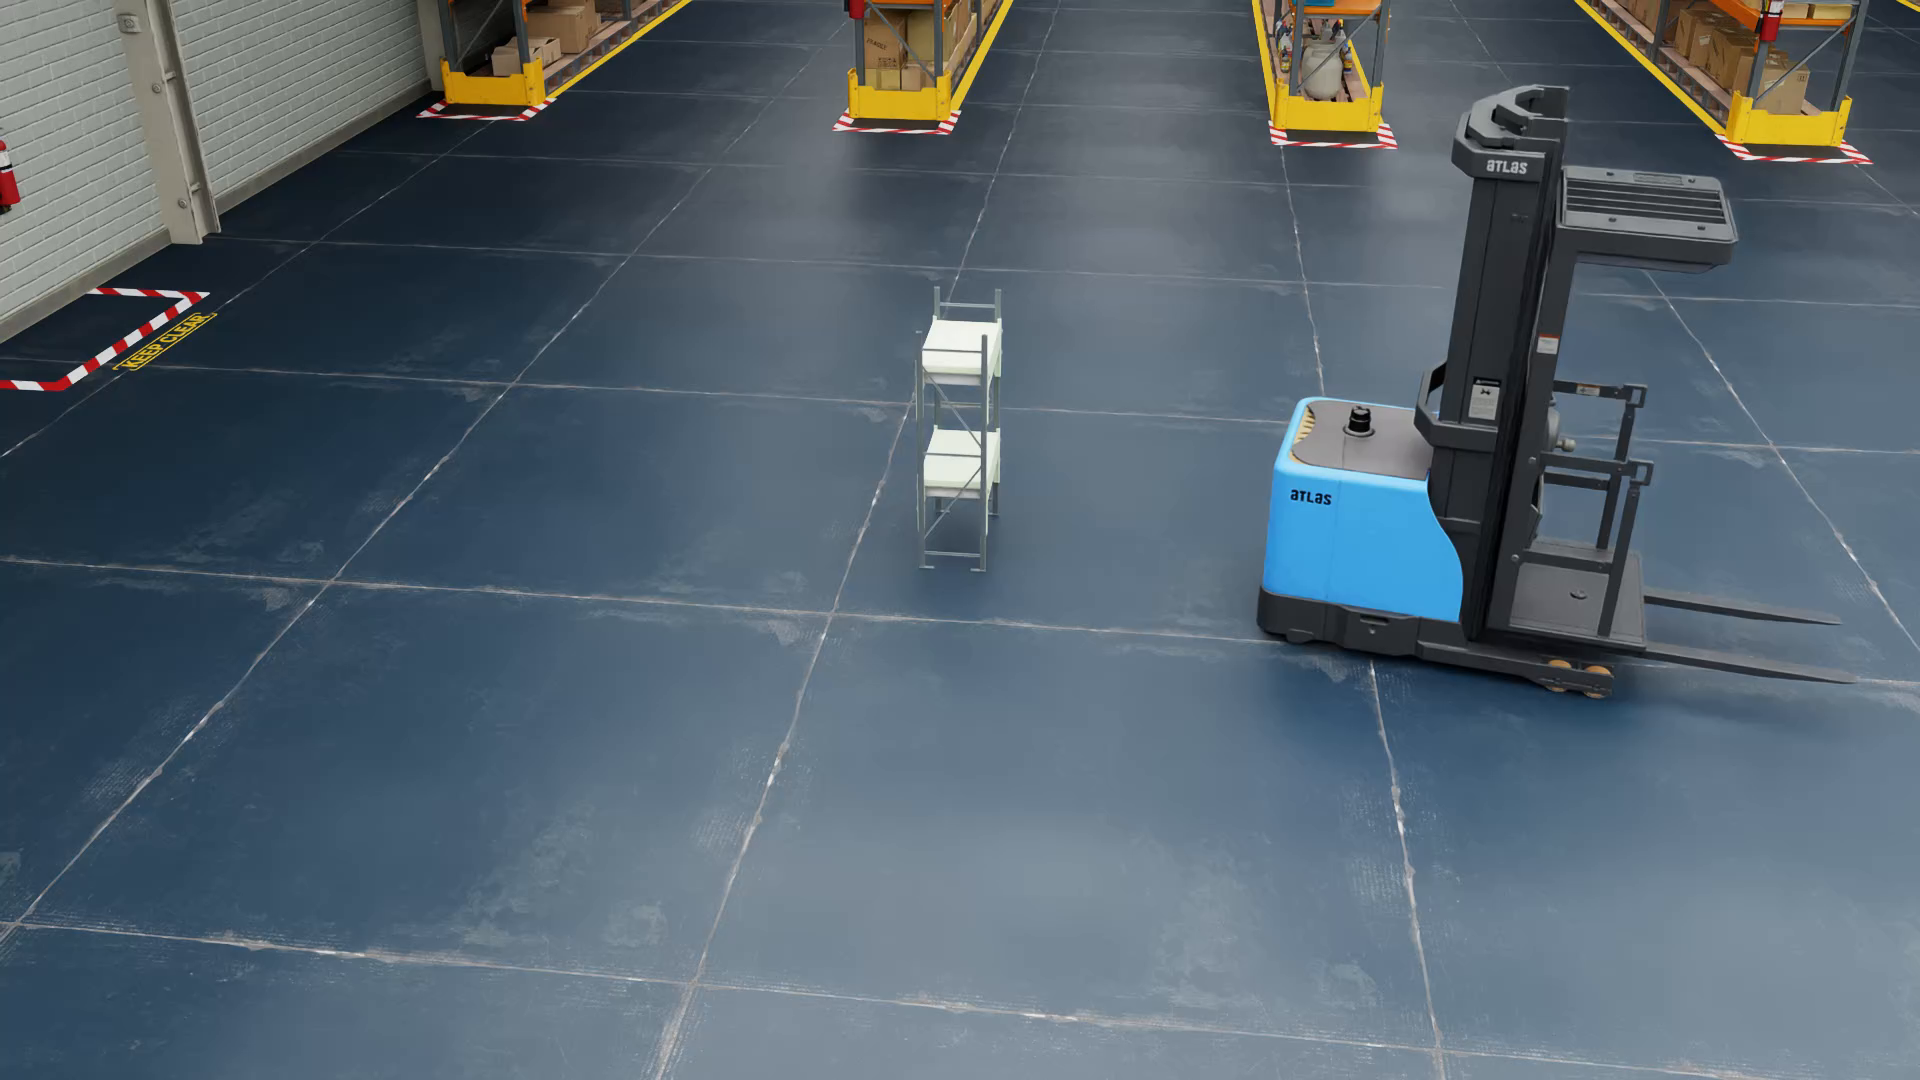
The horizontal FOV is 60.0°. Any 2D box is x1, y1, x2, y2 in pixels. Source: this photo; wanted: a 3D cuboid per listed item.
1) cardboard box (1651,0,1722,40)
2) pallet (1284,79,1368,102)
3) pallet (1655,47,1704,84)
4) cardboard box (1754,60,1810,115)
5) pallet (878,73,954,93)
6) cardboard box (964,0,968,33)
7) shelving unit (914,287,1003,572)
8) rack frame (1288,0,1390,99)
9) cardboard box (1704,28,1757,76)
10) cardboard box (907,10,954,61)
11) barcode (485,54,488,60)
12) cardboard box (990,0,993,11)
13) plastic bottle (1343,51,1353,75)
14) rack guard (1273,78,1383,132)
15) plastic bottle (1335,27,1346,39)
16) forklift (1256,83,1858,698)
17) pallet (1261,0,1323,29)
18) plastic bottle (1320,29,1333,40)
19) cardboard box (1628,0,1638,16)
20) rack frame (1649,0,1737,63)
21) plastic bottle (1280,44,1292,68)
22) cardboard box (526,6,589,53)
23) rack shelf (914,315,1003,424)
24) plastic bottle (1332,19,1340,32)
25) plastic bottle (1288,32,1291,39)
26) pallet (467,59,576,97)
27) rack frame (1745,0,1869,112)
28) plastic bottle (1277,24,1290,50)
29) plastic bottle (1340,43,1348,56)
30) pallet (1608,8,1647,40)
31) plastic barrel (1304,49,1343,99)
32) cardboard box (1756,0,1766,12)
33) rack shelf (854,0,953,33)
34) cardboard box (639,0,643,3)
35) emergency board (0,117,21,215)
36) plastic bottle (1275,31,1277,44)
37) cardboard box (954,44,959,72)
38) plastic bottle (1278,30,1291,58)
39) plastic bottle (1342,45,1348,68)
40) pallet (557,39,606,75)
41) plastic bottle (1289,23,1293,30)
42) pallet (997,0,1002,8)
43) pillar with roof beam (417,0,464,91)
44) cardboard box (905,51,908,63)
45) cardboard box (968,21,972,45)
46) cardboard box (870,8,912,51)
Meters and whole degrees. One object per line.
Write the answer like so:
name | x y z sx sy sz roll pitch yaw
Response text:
cardboard box | 9.719 -6.989 22.231 0.700 0.500 0.500 1 28 2
pallet | 4.284 -5.206 19.690 1.003 0.211 1.213 3 28 6
pallet | 9.575 -6.062 21.280 1.003 0.211 1.213 3 28 6
cardboard box | 9.225 -5.102 18.751 0.500 0.500 0.500 9 30 16
pallet | -0.647 -5.437 20.120 1.003 0.211 1.213 3 28 6
cardboard box | -0.179 -6.788 21.354 0.500 0.500 0.500 3 28 6
shelving unit | -0.001 -0.657 9.888 0.431 1.500 0.755 3 28 6
rack frame | 4.216 -6.013 18.248 1.000 3.000 0.127 3 28 6
cardboard box | 9.473 -5.939 20.305 0.500 0.500 0.500 1 28 2
cardboard box | -0.353 -6.082 20.042 0.500 0.500 0.500 3 28 6
barcode | -5.837 -5.955 20.502 0.001 0.075 0.075 3 28 6
cardboard box | 0.211 -7.820 24.058 0.500 0.250 0.500 3 28 5
plastic bottle | 4.748 -5.841 20.341 0.097 0.271 0.097 0 28 0
rack guard | 4.179 -4.951 18.912 1.175 0.500 0.348 3 28 6
plastic bottle | 4.850 -6.361 21.223 0.144 0.351 0.185 3 28 6
forklift | 3.223 -0.745 8.543 3.031 2.935 1.130 9 30 16
pallet | 4.911 -7.616 24.164 1.003 0.211 1.213 3 28 6
plastic bottle | 4.740 -6.477 21.517 0.152 0.276 0.135 3 28 6
cardboard box | 9.932 -7.738 23.623 0.700 0.500 0.500 6 29 10
rack frame | 9.622 -7.608 21.209 1.000 3.000 0.127 3 28 6
plastic bottle | 4.064 -6.014 20.659 0.152 0.276 0.135 4 29 7
cardboard box | -5.233 -6.613 21.534 0.700 0.500 0.500 2 28 3
rack shelf | -0.001 -1.001 9.703 0.431 0.370 0.720 3 28 6
plastic bottle | 4.914 -6.603 21.673 0.144 0.351 0.185 3 28 5
plastic bottle | 4.192 -6.372 21.328 0.097 0.271 0.097 0 28 0
pallet | -5.472 -5.777 20.751 1.003 0.211 1.213 3 28 6
rack frame | 9.132 -5.725 17.714 1.000 3.000 0.127 3 28 6
plastic bottle | 4.173 -6.478 21.442 0.144 0.351 0.185 2 28 4
plastic bottle | 4.827 -6.144 20.905 0.097 0.271 0.097 0 28 0
pallet | 9.863 -7.323 23.620 1.003 0.211 1.213 3 28 6
plastic barrel | 4.221 -5.417 19.322 0.421 0.512 0.421 0 28 0
cardboard box | 8.993 -5.878 18.263 0.380 0.149 0.250 3 28 6
rack shelf | -0.454 -6.927 20.704 1.077 0.370 4.000 3 28 6
cardboard box | -5.039 -8.158 24.402 0.700 0.500 0.500 3 28 5
emergency board | -7.465 -2.983 12.624 0.194 1.169 0.643 3 28 6
plastic bottle | 4.207 -6.637 21.894 0.097 0.201 0.097 0 28 0
cardboard box | -0.294 -5.987 20.657 0.500 0.250 0.500 3 28 6
plastic bottle | 4.120 -6.278 21.070 0.144 0.351 0.185 3 28 6
plastic bottle | 4.790 -6.002 20.641 0.097 0.271 0.097 0 28 0
pallet | -5.320 -6.350 21.814 1.003 0.211 1.213 3 28 6
plastic bottle | 4.326 -6.609 21.755 0.061 0.283 0.133 3 28 6
pallet | 0.141 -8.455 25.722 1.003 0.211 1.213 3 28 6
pillar with roof beam | -2.116 -9.359 18.134 9.100 9.000 0.400 3 28 6
cardboard box | -0.877 -5.782 20.277 0.500 0.250 0.500 3 28 6
cardboard box | -0.120 -6.694 21.969 0.500 0.250 0.500 3 28 6
cardboard box | -0.821 -6.348 20.536 0.500 0.500 0.500 3 28 6
